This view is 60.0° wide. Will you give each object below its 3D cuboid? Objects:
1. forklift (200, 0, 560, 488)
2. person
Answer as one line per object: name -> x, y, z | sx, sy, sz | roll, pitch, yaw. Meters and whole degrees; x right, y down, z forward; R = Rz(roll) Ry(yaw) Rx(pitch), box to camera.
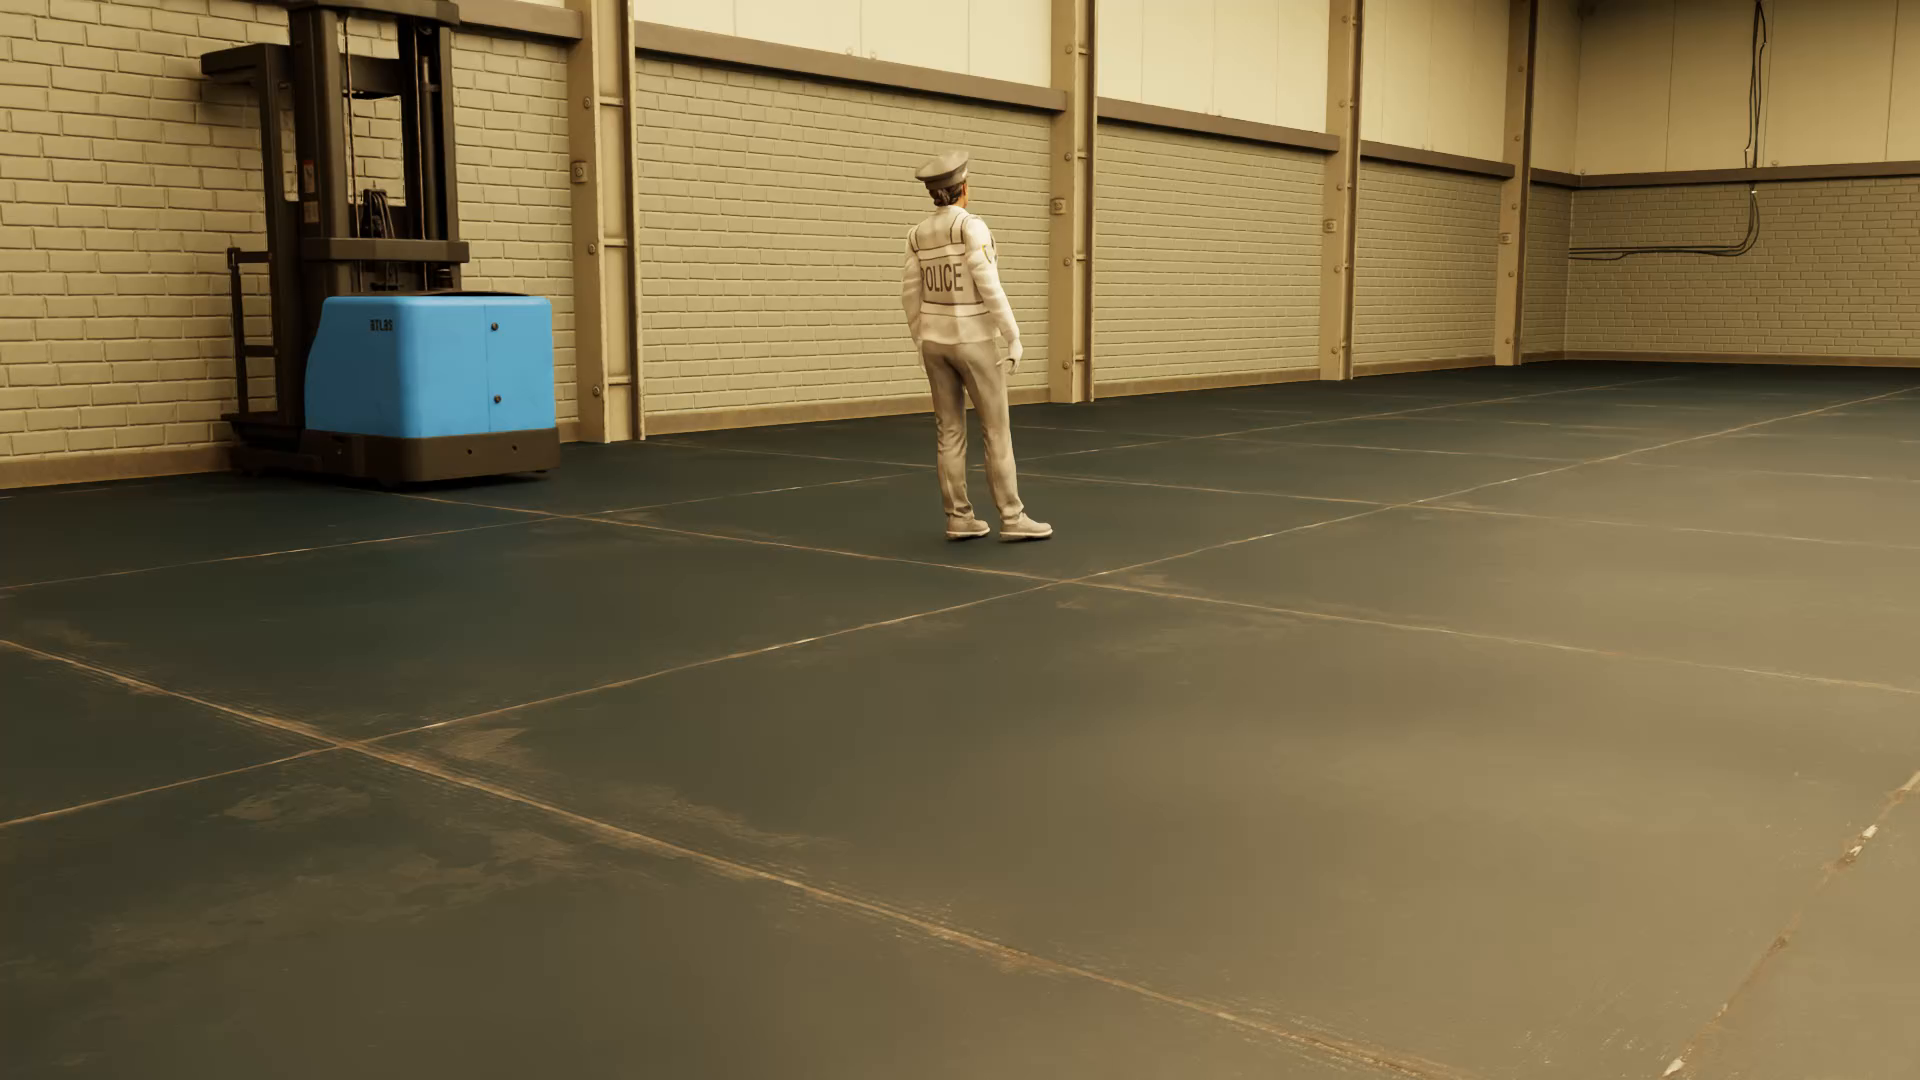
forklift -> -3.830, -1.884, 10.155 | 3.031, 2.935, 1.130 | 7, 11, 38
person -> 0.048, -0.853, 7.330 | 0.588, 1.695, 0.531 | 7, 11, 38
